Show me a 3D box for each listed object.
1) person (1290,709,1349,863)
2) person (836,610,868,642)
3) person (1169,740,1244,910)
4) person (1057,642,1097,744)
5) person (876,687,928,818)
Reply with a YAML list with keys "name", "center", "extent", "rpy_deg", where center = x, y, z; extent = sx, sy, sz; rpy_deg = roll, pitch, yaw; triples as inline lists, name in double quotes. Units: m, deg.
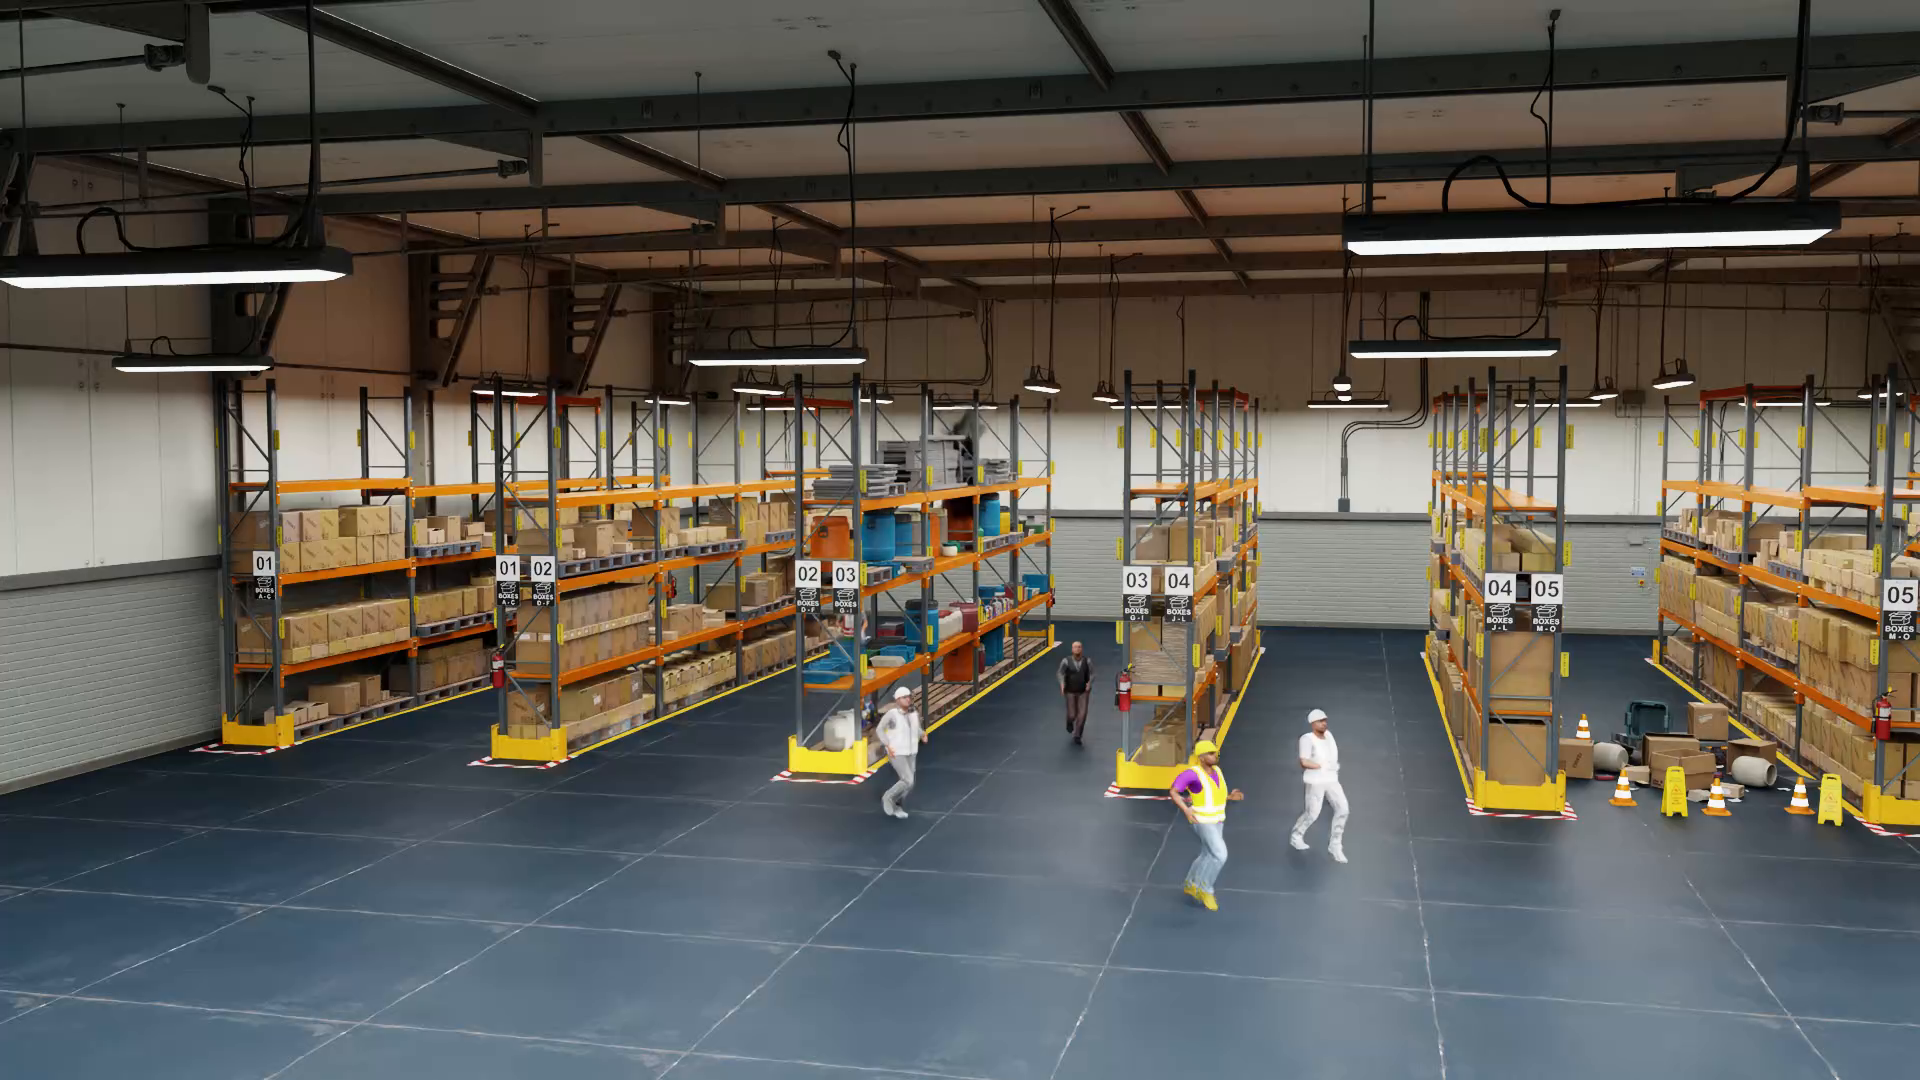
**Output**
- name: "person"
  center: [4.324, 2.934, 19.955]
  extent: [0.691, 1.820, 0.775]
  rpy_deg: [-2, 4, -33]
- name: "person"
  center: [-2.295, 2.029, 34.940]
  extent: [0.661, 1.746, 0.586]
  rpy_deg: [0, 3, 8]
- name: "person"
  center: [2.679, 3.056, 17.852]
  extent: [0.696, 1.809, 0.674]
  rpy_deg: [3, 5, 40]
- name: "person"
  center: [1.910, 2.519, 27.518]
  extent: [0.611, 1.679, 0.586]
  rpy_deg: [0, 3, -2]
- name: "person"
  center: [-0.706, 2.811, 21.970]
  extent: [0.645, 1.740, 0.584]
  rpy_deg: [-3, 5, -43]
